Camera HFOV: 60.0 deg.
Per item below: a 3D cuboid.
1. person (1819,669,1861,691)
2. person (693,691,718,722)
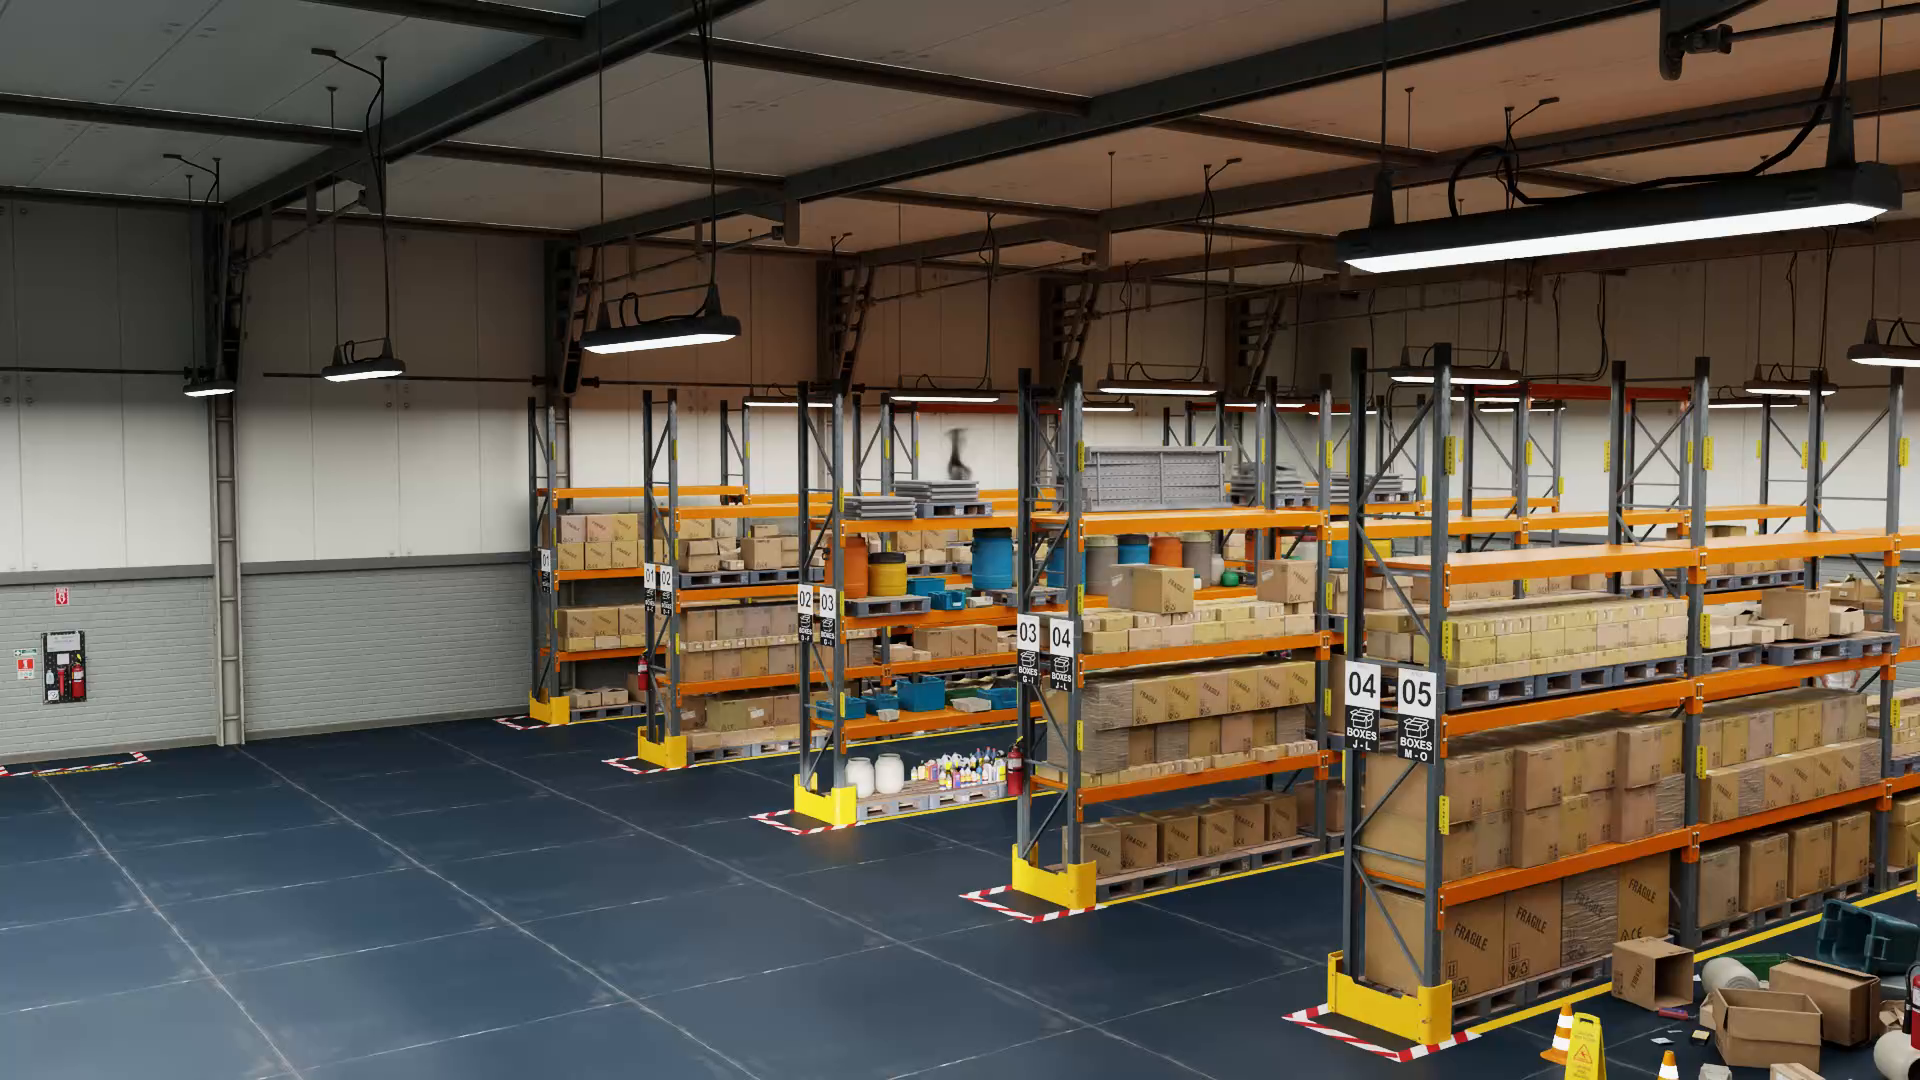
[{"bbox_3d":[15.399,2.588,29.173,0.699,1.753,1.075,0,3,6],"label":"person"},{"bbox_3d":[-4.432,2.579,29.197,0.588,1.731,0.738,-3,4,-37],"label":"person"}]
